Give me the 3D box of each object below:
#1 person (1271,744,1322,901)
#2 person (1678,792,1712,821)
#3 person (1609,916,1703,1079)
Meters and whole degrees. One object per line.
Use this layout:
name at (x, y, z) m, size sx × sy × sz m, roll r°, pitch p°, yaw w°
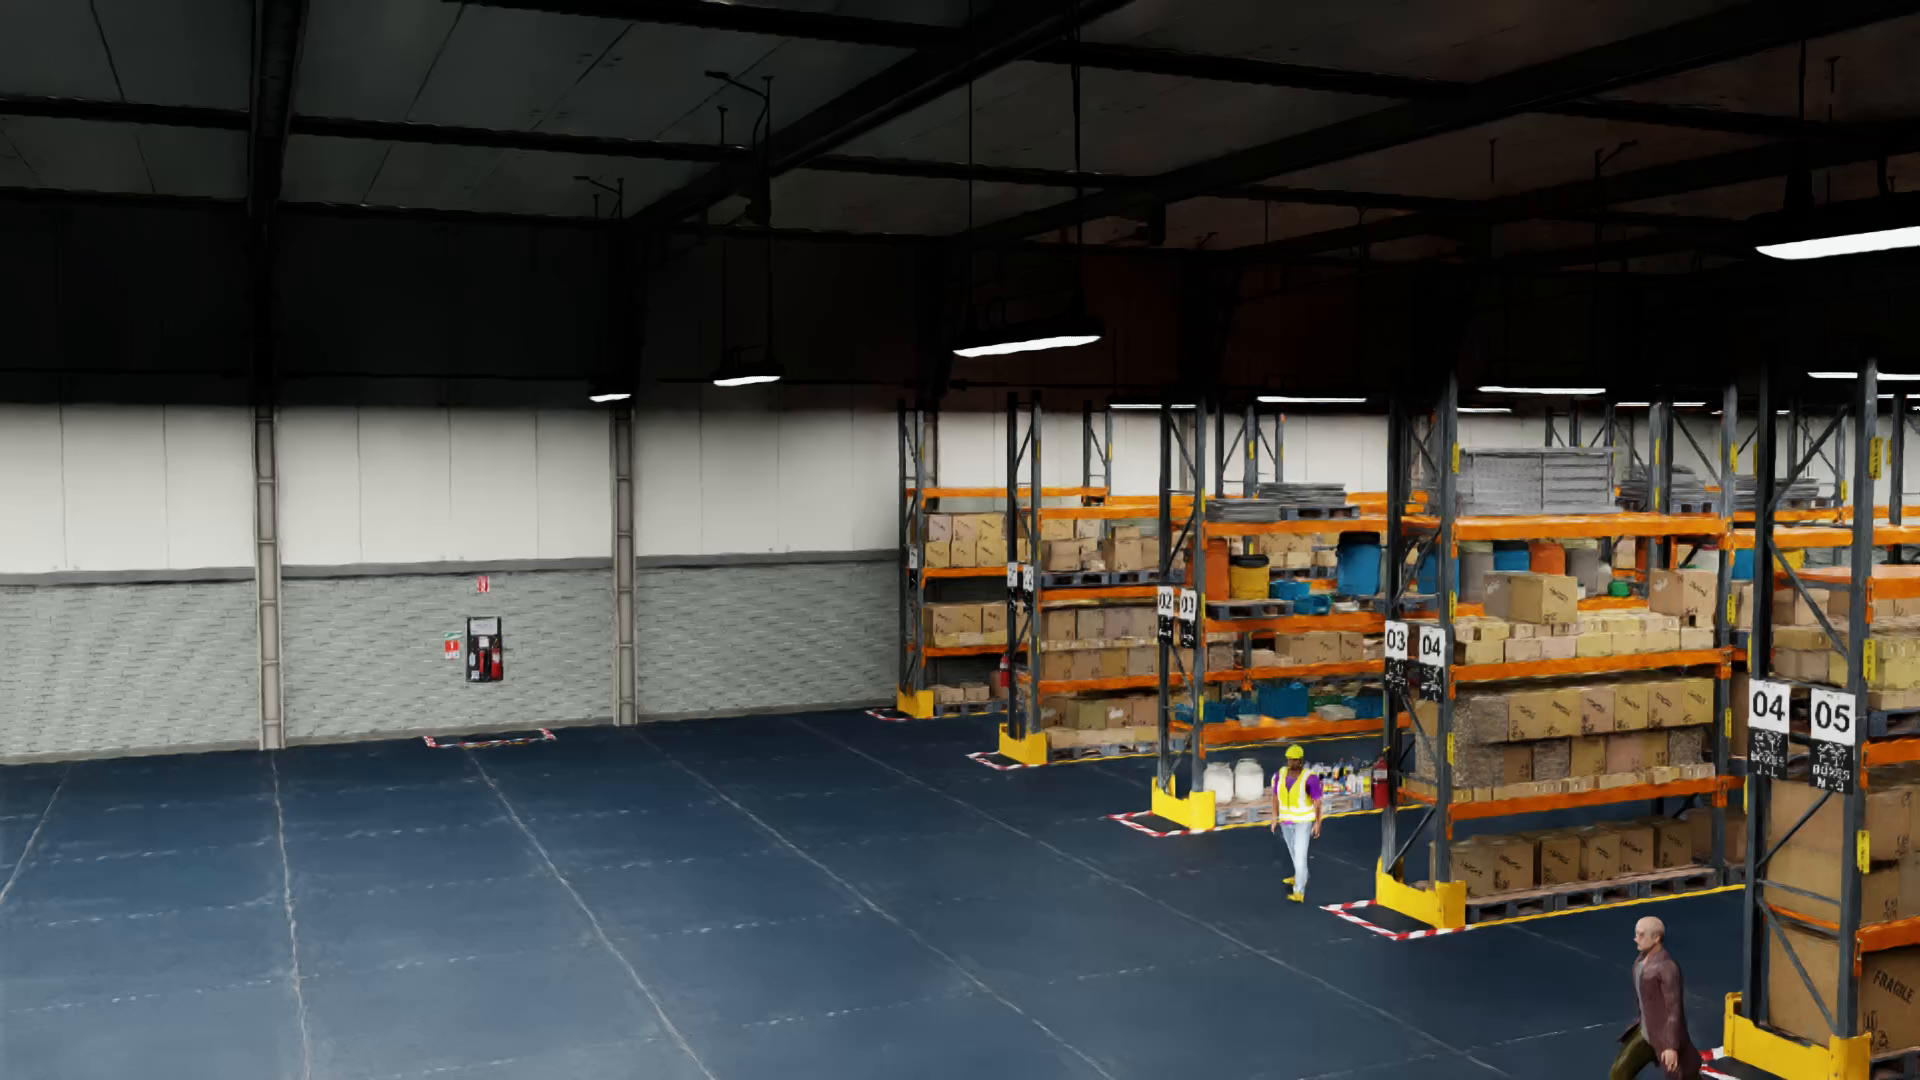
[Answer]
person at (3.811, 3.187, 18.953) m, size 0.594 × 1.735 × 0.921 m, roll 3°, pitch 5°, yaw 43°
person at (9.929, 3.041, 22.443) m, size 0.507 × 1.629 × 0.598 m, roll -2°, pitch 4°, yaw -25°
person at (5.133, 3.594, 12.112) m, size 1.046 × 1.722 × 0.635 m, roll 0°, pitch 3°, yaw -3°
